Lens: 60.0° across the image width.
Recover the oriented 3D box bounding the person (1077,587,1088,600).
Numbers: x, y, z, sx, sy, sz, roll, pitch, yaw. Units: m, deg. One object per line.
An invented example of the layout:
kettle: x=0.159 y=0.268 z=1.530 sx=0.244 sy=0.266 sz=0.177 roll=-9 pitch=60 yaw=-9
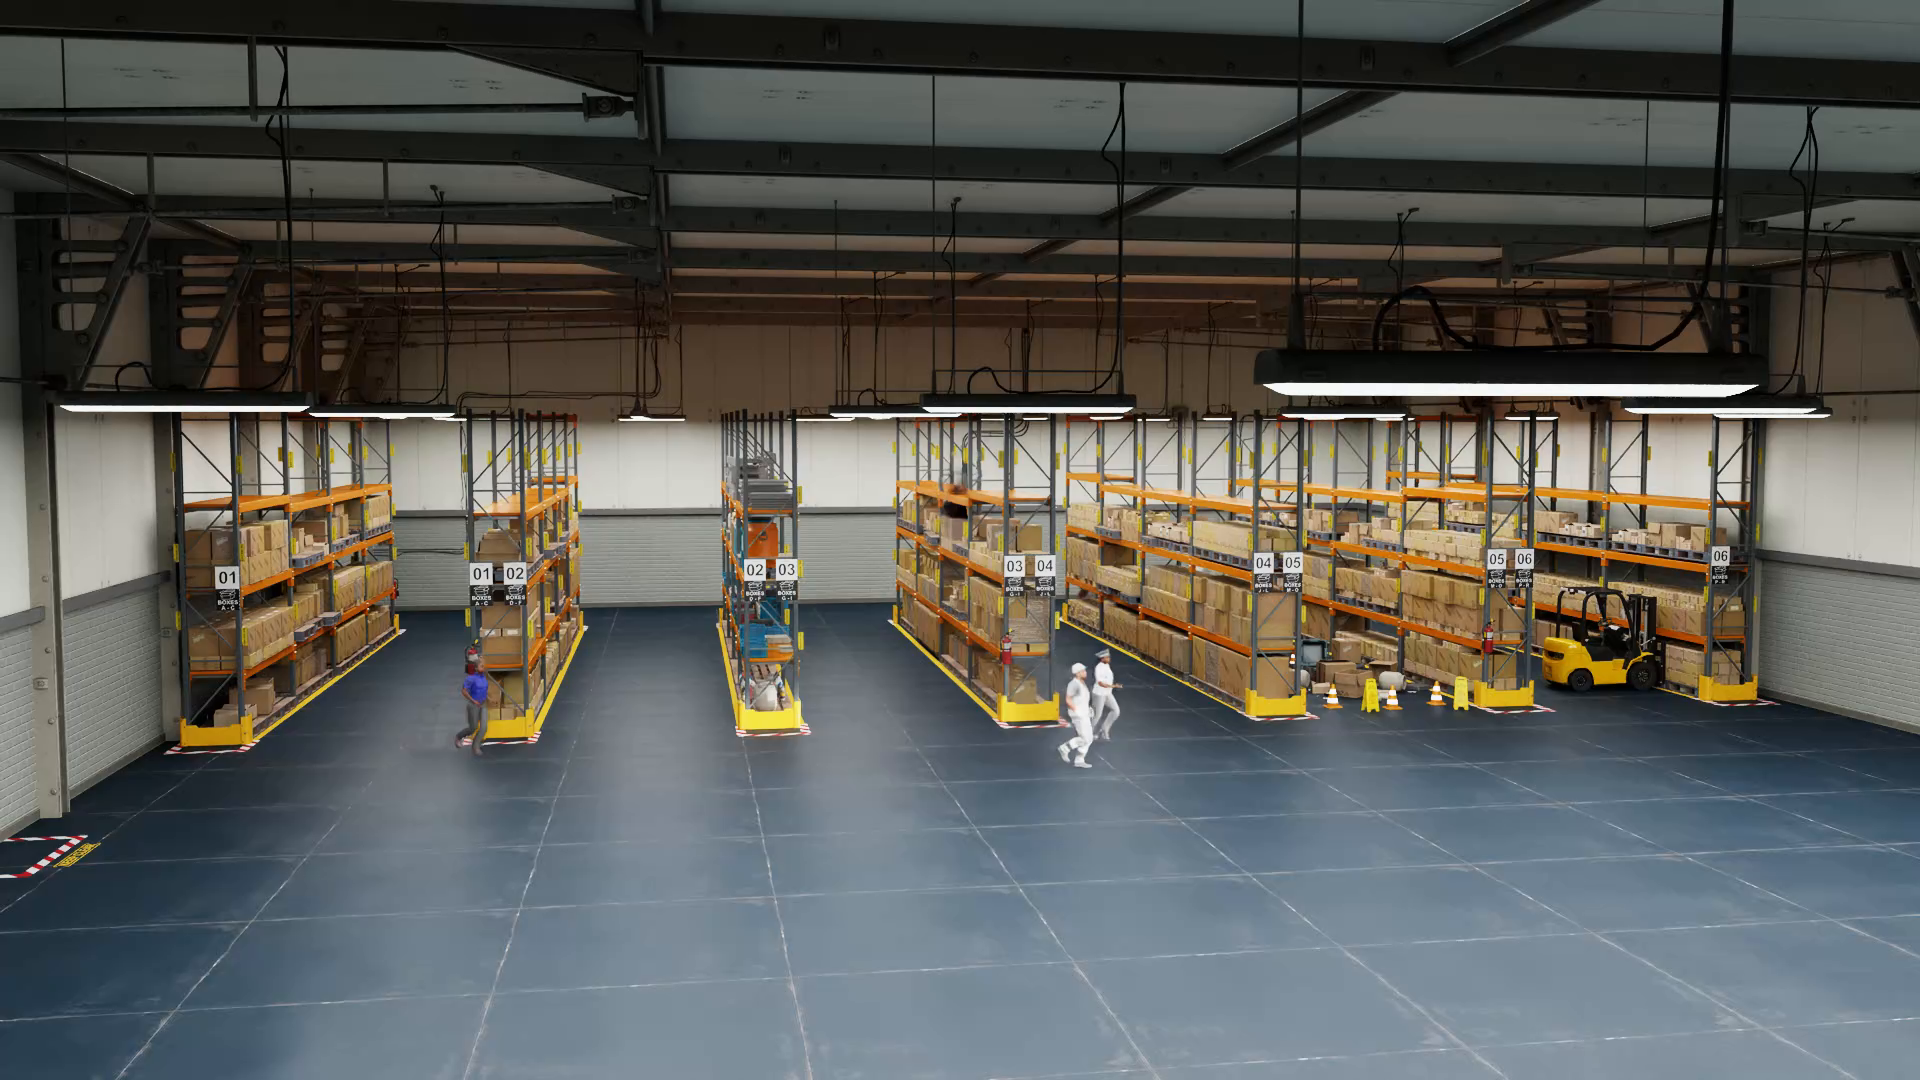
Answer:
person: x=3.718 y=1.436 z=49.992 sx=0.573 sy=1.582 sz=0.636 roll=3 pitch=5 yaw=32

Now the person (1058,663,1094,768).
person: x=1.927 y=2.920 z=27.709 sx=0.572 sy=1.748 sz=0.648 roll=2 pitch=4 yaw=21

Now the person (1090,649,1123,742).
person: x=2.591 y=2.797 z=29.944 sx=0.772 sy=1.696 sz=0.537 roll=2 pitch=5 yaw=32

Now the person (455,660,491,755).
person: x=-8.478 y=2.906 z=29.023 sx=0.653 sy=1.618 sz=0.605 roll=2 pitch=4 yaw=25

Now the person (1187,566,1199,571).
person: x=7.053 y=1.346 z=50.583 sx=0.686 sy=1.724 sz=0.738 roll=0 pitch=4 yaw=-1
